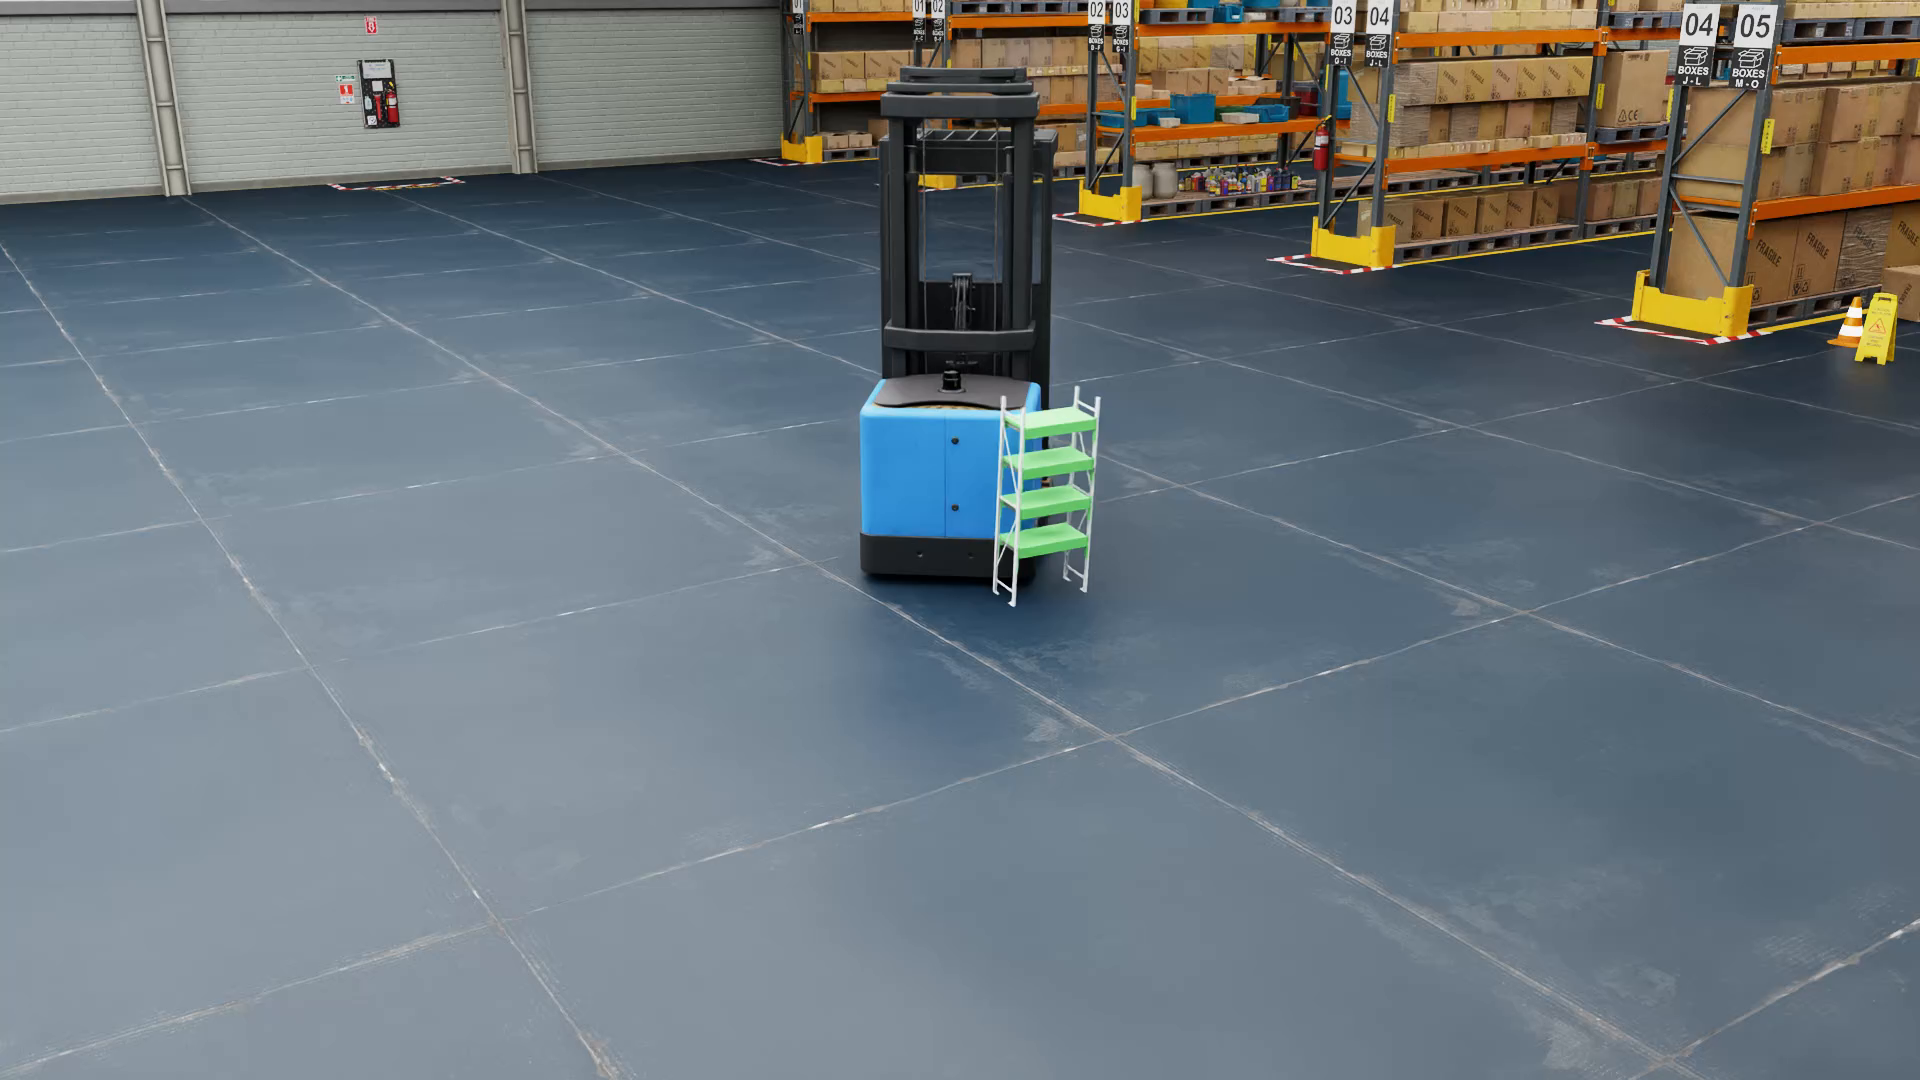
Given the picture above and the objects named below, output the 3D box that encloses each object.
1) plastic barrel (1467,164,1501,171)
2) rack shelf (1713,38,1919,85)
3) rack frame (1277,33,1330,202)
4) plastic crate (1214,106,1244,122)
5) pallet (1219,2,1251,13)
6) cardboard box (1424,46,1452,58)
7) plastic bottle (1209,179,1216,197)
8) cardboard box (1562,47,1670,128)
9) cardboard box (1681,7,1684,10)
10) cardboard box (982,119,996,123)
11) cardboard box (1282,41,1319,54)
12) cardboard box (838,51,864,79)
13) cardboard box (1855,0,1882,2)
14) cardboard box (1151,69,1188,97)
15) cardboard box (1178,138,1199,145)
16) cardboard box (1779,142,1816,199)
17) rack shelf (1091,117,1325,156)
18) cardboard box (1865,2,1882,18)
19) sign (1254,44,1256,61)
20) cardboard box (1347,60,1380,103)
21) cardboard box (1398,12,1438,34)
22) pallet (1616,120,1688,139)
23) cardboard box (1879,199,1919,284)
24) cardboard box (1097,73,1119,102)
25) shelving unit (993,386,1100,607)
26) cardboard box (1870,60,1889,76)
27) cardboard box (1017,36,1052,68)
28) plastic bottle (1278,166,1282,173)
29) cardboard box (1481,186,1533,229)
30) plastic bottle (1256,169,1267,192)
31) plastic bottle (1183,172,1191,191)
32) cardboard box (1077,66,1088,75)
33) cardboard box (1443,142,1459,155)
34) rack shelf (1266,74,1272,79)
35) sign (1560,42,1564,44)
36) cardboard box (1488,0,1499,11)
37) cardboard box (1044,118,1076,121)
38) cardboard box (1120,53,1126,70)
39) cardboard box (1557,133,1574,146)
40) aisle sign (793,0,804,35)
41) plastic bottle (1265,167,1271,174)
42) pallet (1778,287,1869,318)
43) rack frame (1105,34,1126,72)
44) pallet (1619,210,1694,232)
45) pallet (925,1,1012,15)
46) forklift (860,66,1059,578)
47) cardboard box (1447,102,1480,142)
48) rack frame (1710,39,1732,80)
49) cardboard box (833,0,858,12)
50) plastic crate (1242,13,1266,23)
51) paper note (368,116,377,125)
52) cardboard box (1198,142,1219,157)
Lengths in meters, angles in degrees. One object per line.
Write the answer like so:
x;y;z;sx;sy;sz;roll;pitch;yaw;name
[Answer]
9.318;-6.995;29.485;0.708;0.830;0.600;-12;22;-31;plastic barrel
9.276;-5.087;17.549;4.000;0.370;1.077;-12;22;-31;rack shelf
5.579;-7.029;26.852;0.127;3.000;1.000;-12;22;-31;rack frame
4.290;-6.765;26.402;0.662;0.188;0.450;-12;22;-31;plastic crate
4.748;-10.049;31.398;1.213;0.211;1.003;-11;21;-29;pallet
10.087;-10.292;34.788;0.500;0.500;0.500;-11;22;-30;cardboard box
3.923;-5.476;25.833;0.097;0.271;0.097;0;19;0;plastic bottle
9.043;-6.290;23.073;1.000;1.000;1.000;-12;22;-31;cardboard box
10.553;-7.430;23.591;0.500;0.250;0.500;-11;22;-30;cardboard box
0.735;-8.837;35.417;0.500;0.500;0.700;-11;22;-30;cardboard box
7.886;-11.448;39.456;0.700;0.700;0.980;-13;22;-33;cardboard box
-2.229;-9.356;32.768;0.500;0.500;0.500;-12;22;-31;cardboard box
8.994;-5.587;16.862;0.500;0.250;0.500;-12;22;-32;cardboard box
3.948;-8.625;31.419;0.500;0.500;0.500;-10;21;-28;cardboard box
4.192;-7.701;31.602;0.500;0.311;0.500;-13;22;-33;cardboard box
8.338;-3.906;17.381;0.550;0.550;0.875;-12;22;-31;cardboard box
3.908;-6.336;25.925;4.000;0.370;1.077;-12;22;-31;rack shelf
9.122;-5.400;16.931;0.250;0.149;0.380;-12;22;-32;cardboard box
5.892;-9.713;33.109;0.005;0.325;0.100;-12;22;-31;sign
5.285;-5.824;21.108;0.500;0.500;0.500;-12;22;-31;cardboard box
5.506;-6.365;20.439;0.500;0.250;0.500;-11;22;-30;cardboard box
10.013;-5.958;23.984;1.213;0.211;1.003;-12;22;-31;pallet
10.382;-3.460;18.957;0.875;0.875;0.875;-12;22;-31;cardboard box
2.490;-8.322;30.521;0.500;0.500;0.700;-13;22;-33;cardboard box
0.492;-0.249;9.579;0.503;1.200;0.258;-10;25;-27;shelving unit
14.455;-7.521;26.585;0.637;0.503;0.797;-13;22;-33;cardboard box
1.233;-8.671;29.529;0.500;0.500;0.700;-12;22;-31;cardboard box
5.120;-5.830;26.756;0.185;0.351;0.144;-12;22;-31;plastic bottle
7.472;-4.556;22.785;0.500;0.500;0.500;-5;19;-14;cardboard box
4.769;-5.701;26.374;0.185;0.351;0.144;-12;22;-32;plastic bottle
3.618;-5.712;26.512;0.133;0.283;0.061;-11;22;-30;plastic bottle
2.104;-8.468;29.939;0.250;0.149;0.380;-12;22;-32;cardboard box
6.177;-5.038;21.354;0.250;0.149;0.380;-12;22;-31;cardboard box
8.482;-11.099;40.016;4.000;0.370;1.077;-12;22;-31;rack shelf
13.168;-11.014;36.340;0.005;0.325;0.100;-12;22;-31;sign
6.607;-6.801;21.107;0.250;0.149;0.380;-12;22;-32;cardboard box
1.885;-7.518;30.765;0.500;0.500;0.500;-12;22;-31;cardboard box
3.720;-10.735;37.162;0.500;0.500;0.500;-12;22;-31;cardboard box
8.071;-5.427;22.506;0.250;0.149;0.380;-12;22;-31;cardboard box
-3.106;-10.113;31.915;0.004;0.787;0.394;-12;22;-31;aisle sign
5.071;-6.006;27.399;0.097;0.271;0.097;0;19;0;plastic bottle
9.248;-2.709;18.429;1.213;0.211;1.003;-12;22;-31;pallet
3.471;-10.383;36.774;0.127;3.000;1.000;-12;22;-31;rack frame
9.972;-4.737;24.426;1.213;0.211;1.003;-12;22;-31;pallet
0.121;-9.147;28.571;1.213;0.211;1.003;-12;22;-31;pallet
0.063;-1.589;10.868;1.130;2.935;3.031;2;19;5;forklift
6.229;-5.474;21.632;0.500;0.500;0.875;-12;22;-31;cardboard box
11.643;-6.409;25.017;0.127;3.000;1.000;-12;22;-31;rack frame
-2.326;-10.529;32.335;0.500;0.500;0.500;-10;21;-28;cardboard box
4.460;-7.934;25.258;0.396;0.136;0.243;-12;22;-31;plastic crate
-10.384;-7.417;29.375;0.142;0.148;0.016;-12;22;-31;paper note
4.615;-7.527;31.962;0.500;0.250;0.500;-11;22;-30;cardboard box
